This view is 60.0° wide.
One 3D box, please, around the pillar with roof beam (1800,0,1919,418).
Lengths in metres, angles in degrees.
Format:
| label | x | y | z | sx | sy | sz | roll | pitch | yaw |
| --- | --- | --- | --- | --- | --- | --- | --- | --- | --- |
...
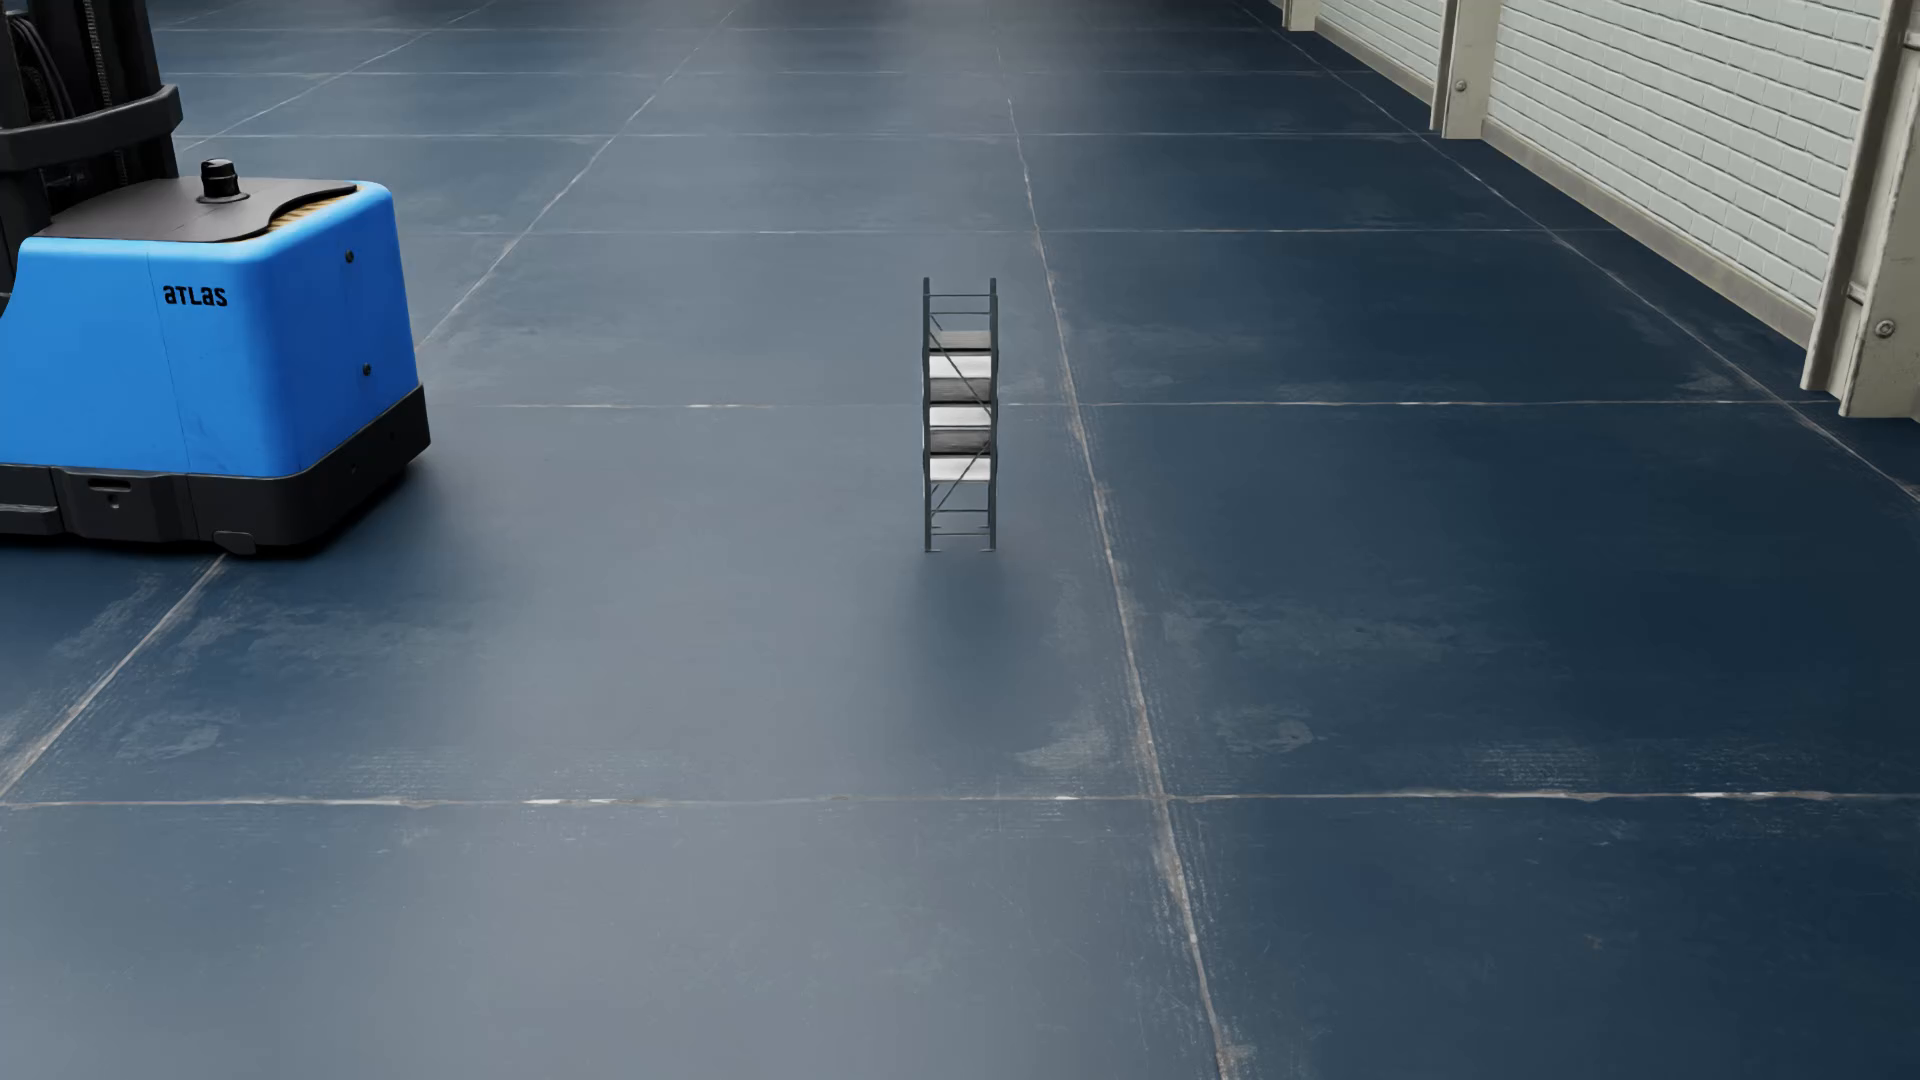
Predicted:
| label | x | y | z | sx | sy | sz | roll | pitch | yaw |
| --- | --- | --- | --- | --- | --- | --- | --- | --- | --- |
| pillar with roof beam | -0.501 | -4.669 | 5.153 | 9.100 | 9.000 | 0.400 | 0 | 24 | -1 |

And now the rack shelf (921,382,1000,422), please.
| label | x | y | z | sx | sy | sz | roll | pitch | yaw |
| --- | --- | --- | --- | --- | --- | --- | --- | --- | --- |
| rack shelf | 0.000 | -0.465 | 5.549 | 0.258 | 0.077 | 0.200 | 0 | 24 | -1 |

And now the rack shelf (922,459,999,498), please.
| label | x | y | z | sx | sy | sz | roll | pitch | yaw |
| --- | --- | --- | --- | --- | --- | --- | --- | --- | --- |
| rack shelf | 0.000 | -0.219 | 5.660 | 0.258 | 0.077 | 0.200 | 0 | 24 | -1 |

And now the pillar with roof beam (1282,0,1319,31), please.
| label | x | y | z | sx | sy | sz | roll | pitch | yaw |
| --- | --- | --- | --- | --- | --- | --- | --- | --- | --- |
| pillar with roof beam | -0.632 | -9.614 | 16.086 | 9.100 | 9.000 | 0.400 | 0 | 24 | -1 |

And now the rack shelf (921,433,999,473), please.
| label | x | y | z | sx | sy | sz | roll | pitch | yaw |
| --- | --- | --- | --- | --- | --- | --- | --- | --- | --- |
| rack shelf | 0.000 | -0.301 | 5.623 | 0.258 | 0.077 | 0.200 | 0 | 24 | -1 |

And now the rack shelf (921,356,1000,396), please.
| label | x | y | z | sx | sy | sz | roll | pitch | yaw |
| --- | --- | --- | --- | --- | --- | --- | --- | --- | --- |
| rack shelf | 0.000 | -0.547 | 5.512 | 0.258 | 0.077 | 0.200 | 0 | 24 | -1 |

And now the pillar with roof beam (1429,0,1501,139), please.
| label | x | y | z | sx | sy | sz | roll | pitch | yaw |
| --- | --- | --- | --- | --- | --- | --- | --- | --- | --- |
| pillar with roof beam | -0.566 | -7.141 | 10.619 | 9.100 | 9.000 | 0.400 | 0 | 24 | -1 |

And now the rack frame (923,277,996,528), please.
| label | x | y | z | sx | sy | sz | roll | pitch | yaw |
| --- | --- | --- | --- | --- | --- | --- | --- | --- | --- |
| rack frame | -0.001 | -0.455 | 5.665 | 0.240 | 0.900 | 0.006 | 0 | 24 | -1 |

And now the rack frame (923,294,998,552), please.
| label | x | y | z | sx | sy | sz | roll | pitch | yaw |
| --- | --- | --- | --- | --- | --- | --- | --- | --- | --- |
| rack frame | 0.001 | -0.371 | 5.479 | 0.240 | 0.900 | 0.006 | 0 | 24 | -1 |

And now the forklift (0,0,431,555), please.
| label | x | y | z | sx | sy | sz | roll | pitch | yaw |
| --- | --- | --- | --- | --- | --- | --- | --- | --- | --- |
| forklift | -3.594 | -1.546 | 5.612 | 3.031 | 2.935 | 1.130 | 3 | 25 | 7 |

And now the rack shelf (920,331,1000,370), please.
| label | x | y | z | sx | sy | sz | roll | pitch | yaw |
| --- | --- | --- | --- | --- | --- | --- | --- | --- | --- |
| rack shelf | 0.000 | -0.629 | 5.474 | 0.258 | 0.077 | 0.200 | 0 | 24 | -1 |

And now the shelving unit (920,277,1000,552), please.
| label | x | y | z | sx | sy | sz | roll | pitch | yaw |
| --- | --- | --- | --- | --- | --- | --- | --- | --- | --- |
| shelving unit | 0.000 | -0.413 | 5.572 | 0.258 | 0.900 | 0.210 | 0 | 24 | -1 |

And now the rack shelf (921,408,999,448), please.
| label | x | y | z | sx | sy | sz | roll | pitch | yaw |
| --- | --- | --- | --- | --- | --- | --- | --- | --- | --- |
| rack shelf | 0.000 | -0.383 | 5.586 | 0.258 | 0.077 | 0.200 | 0 | 24 | -1 |
